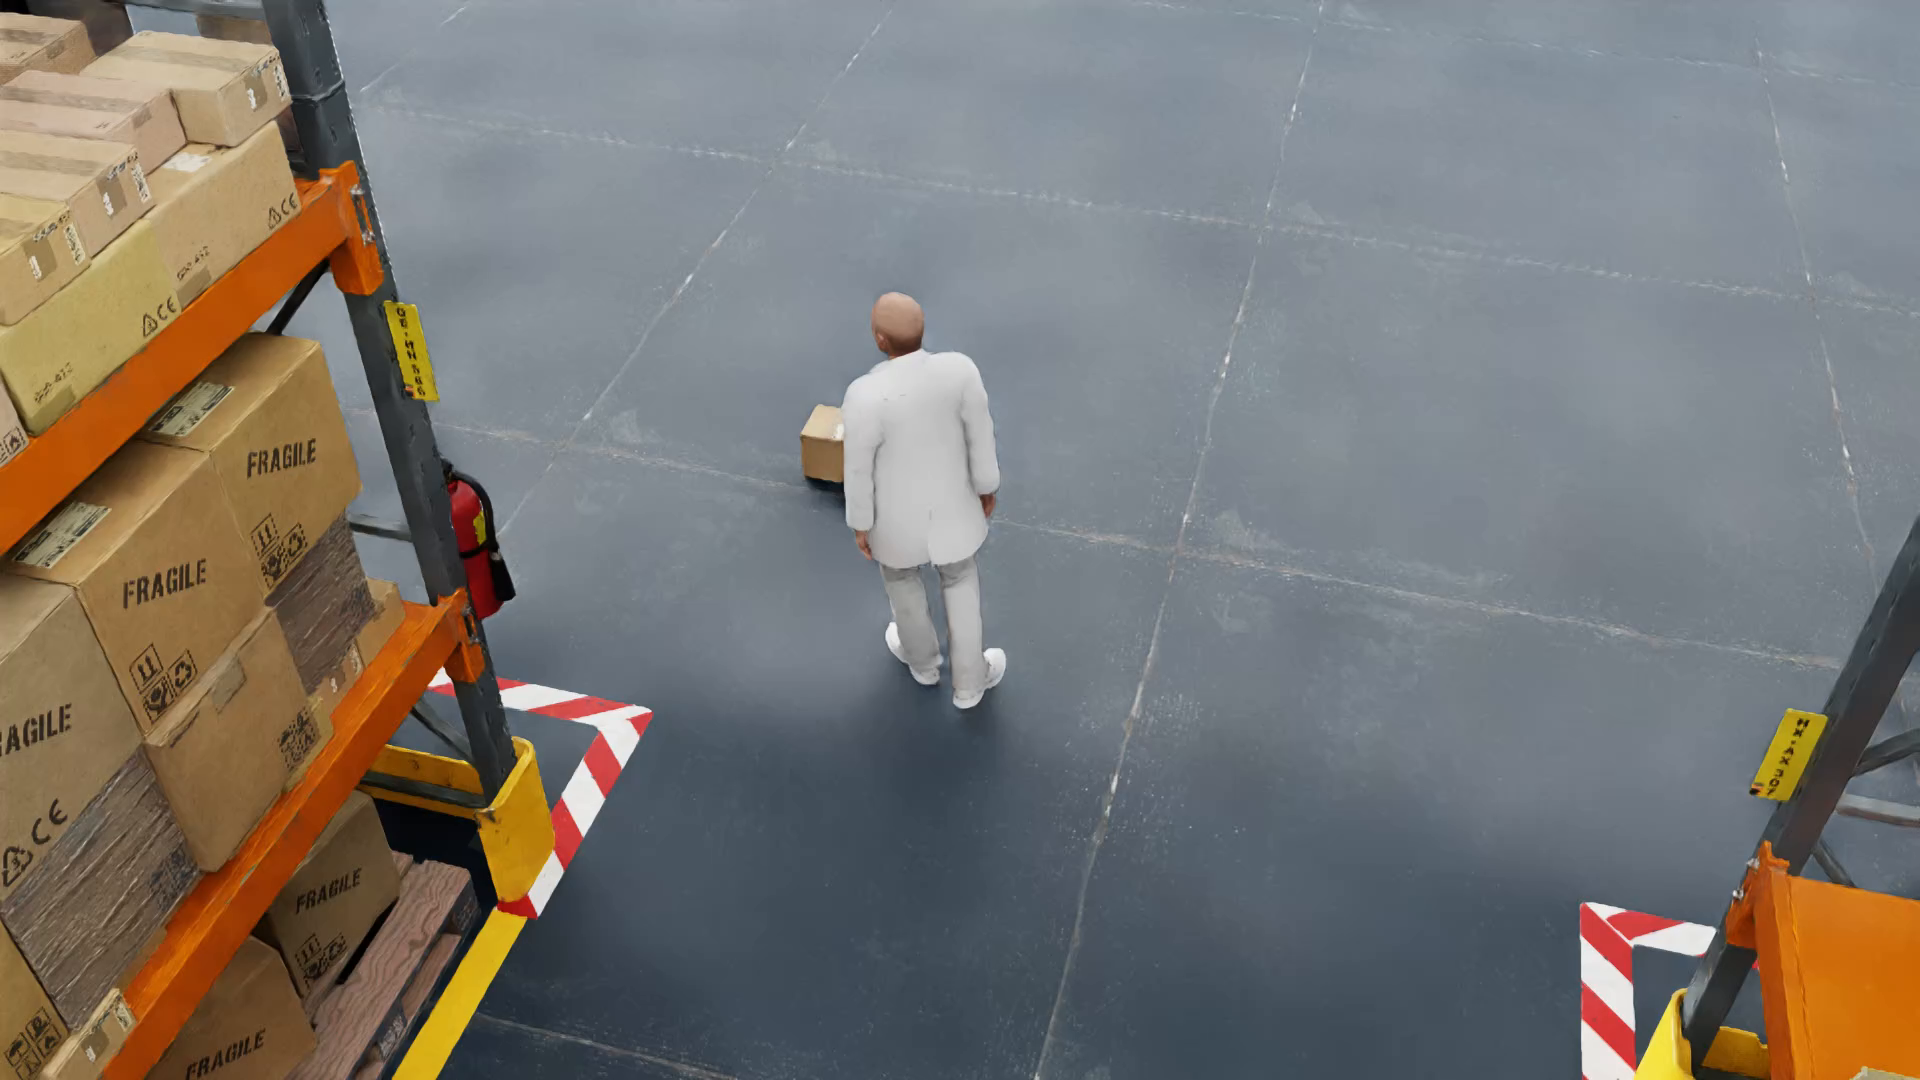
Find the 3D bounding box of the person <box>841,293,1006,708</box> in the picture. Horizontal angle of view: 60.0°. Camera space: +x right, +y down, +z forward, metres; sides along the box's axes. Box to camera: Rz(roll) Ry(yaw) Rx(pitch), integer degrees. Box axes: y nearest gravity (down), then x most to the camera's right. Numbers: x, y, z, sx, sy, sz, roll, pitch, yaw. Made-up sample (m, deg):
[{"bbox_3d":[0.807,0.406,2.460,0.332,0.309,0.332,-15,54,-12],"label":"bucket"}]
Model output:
[{"bbox_3d":[-0.125,-0.069,6.333,0.619,1.661,0.616,-12,42,-14],"label":"person"}]
